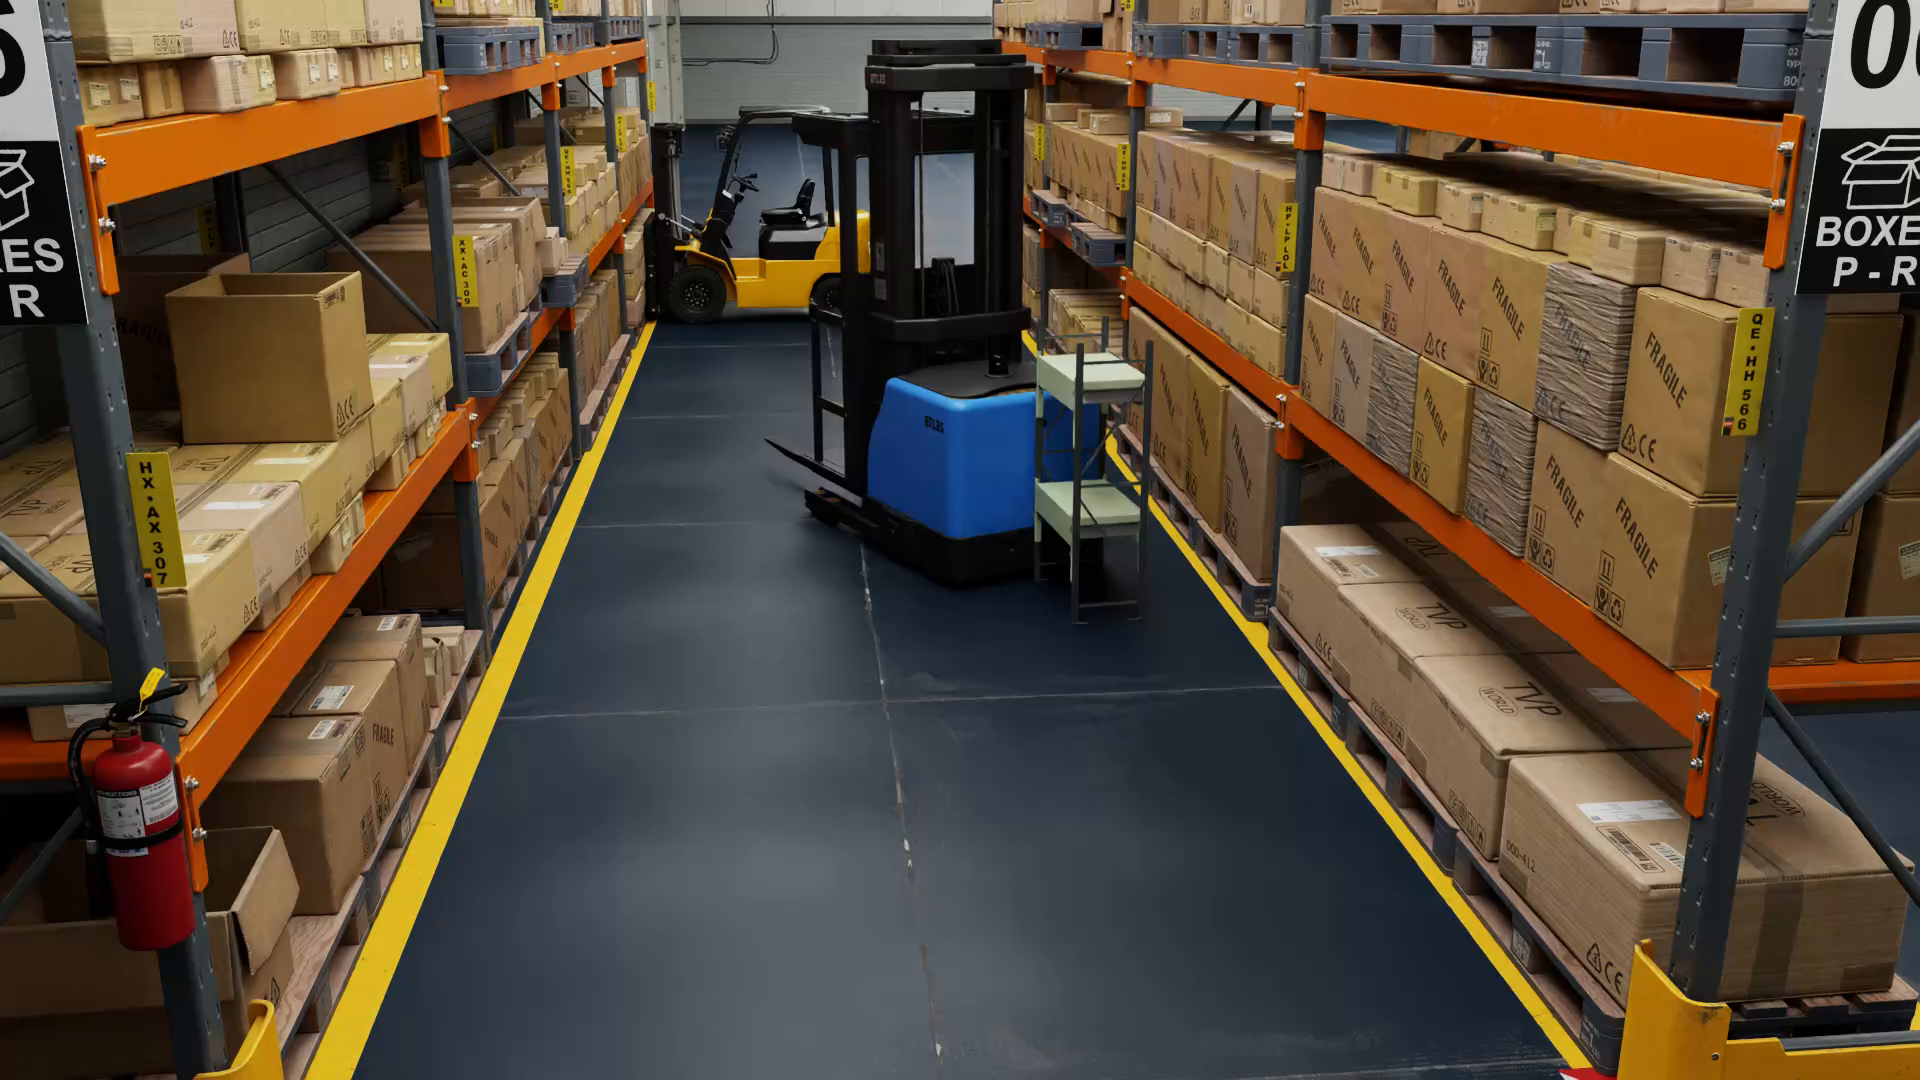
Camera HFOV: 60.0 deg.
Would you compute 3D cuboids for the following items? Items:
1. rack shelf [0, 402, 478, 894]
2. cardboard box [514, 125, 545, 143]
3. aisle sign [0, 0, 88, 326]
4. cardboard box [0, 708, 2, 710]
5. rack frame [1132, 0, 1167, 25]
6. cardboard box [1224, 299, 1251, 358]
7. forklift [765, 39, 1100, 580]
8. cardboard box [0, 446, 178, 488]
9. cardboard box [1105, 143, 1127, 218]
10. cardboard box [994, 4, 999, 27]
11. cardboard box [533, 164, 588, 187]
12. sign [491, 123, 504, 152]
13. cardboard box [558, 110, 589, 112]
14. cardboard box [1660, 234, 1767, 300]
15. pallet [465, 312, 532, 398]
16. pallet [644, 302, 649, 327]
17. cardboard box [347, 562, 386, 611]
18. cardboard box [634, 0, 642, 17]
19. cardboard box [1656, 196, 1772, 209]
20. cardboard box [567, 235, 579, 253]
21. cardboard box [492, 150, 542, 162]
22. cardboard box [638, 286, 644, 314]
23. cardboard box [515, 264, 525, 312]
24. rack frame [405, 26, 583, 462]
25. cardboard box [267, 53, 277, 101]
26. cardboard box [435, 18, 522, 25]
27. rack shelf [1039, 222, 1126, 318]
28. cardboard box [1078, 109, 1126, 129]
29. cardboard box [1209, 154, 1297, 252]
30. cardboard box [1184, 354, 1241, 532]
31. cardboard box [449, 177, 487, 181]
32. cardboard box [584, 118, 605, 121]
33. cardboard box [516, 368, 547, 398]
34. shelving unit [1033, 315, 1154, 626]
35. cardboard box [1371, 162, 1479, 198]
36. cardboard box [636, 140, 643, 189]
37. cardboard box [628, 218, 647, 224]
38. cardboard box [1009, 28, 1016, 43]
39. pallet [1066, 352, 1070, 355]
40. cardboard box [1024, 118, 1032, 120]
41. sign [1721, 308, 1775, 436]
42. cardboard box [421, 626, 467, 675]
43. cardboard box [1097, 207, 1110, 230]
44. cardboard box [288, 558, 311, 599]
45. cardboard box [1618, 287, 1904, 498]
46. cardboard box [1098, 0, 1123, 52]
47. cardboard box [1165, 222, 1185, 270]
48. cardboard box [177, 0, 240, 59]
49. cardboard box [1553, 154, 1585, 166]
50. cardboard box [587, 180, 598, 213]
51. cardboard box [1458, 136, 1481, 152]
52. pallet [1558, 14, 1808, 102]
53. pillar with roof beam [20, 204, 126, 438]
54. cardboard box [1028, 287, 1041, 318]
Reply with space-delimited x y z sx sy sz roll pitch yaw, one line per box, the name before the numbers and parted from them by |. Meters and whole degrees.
rack shelf | -2.616 0.133 5.946 1.077 0.370 4.000 -2 18 -6
cardboard box | -3.981 -3.774 15.445 0.380 0.149 0.250 -2 18 -6
aisle sign | -2.111 -0.843 3.515 0.394 0.787 0.004 -2 18 -6
cardboard box | -2.711 0.415 4.266 0.380 0.149 0.250 -2 18 -6
rack frame | 1.702 -5.014 11.125 1.000 3.000 0.127 -2 18 -6
cardboard box | 1.766 -1.166 9.135 0.500 0.250 0.500 -2 18 -6
forklift | -0.337 -1.567 10.275 1.130 2.935 3.031 -10 20 -28
cardboard box | -2.820 -0.115 5.288 0.500 0.250 0.500 -1 17 -4
cardboard box | 1.379 -2.669 12.306 0.500 0.500 0.500 -2 18 -7
cardboard box | 0.664 -5.879 18.641 0.500 0.250 0.500 -2 18 -7
cardboard box | -3.118 -2.843 12.975 0.380 0.149 0.250 -1 17 -4
sign | -4.199 -3.623 15.130 0.100 0.325 0.005 -2 18 -6
cardboard box | -4.192 -4.542 17.890 0.380 0.149 0.250 -2 18 -5
cardboard box | 2.241 -0.778 4.730 0.380 0.149 0.250 -1 17 -5
pallet | -2.796 -0.956 8.534 1.003 0.211 1.213 -2 18 -6
pallet | -3.817 -2.462 17.665 1.003 0.211 1.213 -2 18 -6
cardboard box | -3.167 0.049 8.484 0.500 0.500 0.500 -2 18 -6
cardboard box | -3.772 -5.984 18.186 0.500 0.500 0.500 -1 17 -4
cardboard box | 2.647 -1.104 5.767 0.380 0.149 0.250 -2 18 -5
cardboard box | -3.038 -2.066 12.000 0.500 0.250 0.500 -2 18 -5
cardboard box | -3.824 -3.279 14.364 0.380 0.149 0.250 -2 18 -6
cardboard box | -3.436 -2.383 16.649 0.500 0.250 0.500 -2 18 -7
cardboard box | -2.584 -1.368 9.050 0.396 0.266 0.258 -1 17 -3
rack frame | -3.235 -1.998 11.532 1.000 3.000 0.127 -2 18 -6
cardboard box | -2.318 -1.409 5.068 0.380 0.149 0.250 -2 18 -6
cardboard box | -2.836 -2.913 9.690 0.500 0.250 0.500 -2 18 -6
rack shelf | 1.496 -2.405 14.030 1.077 0.370 4.000 -2 18 -6
cardboard box | 1.201 -3.572 14.099 0.380 0.149 0.250 -1 17 -3
cardboard box | 1.725 -1.916 9.436 0.500 0.500 0.500 -1 17 -4
cardboard box | 1.870 -0.598 9.920 0.875 0.875 0.875 -1 17 -4
cardboard box | -3.608 -2.520 11.946 0.380 0.149 0.250 -1 17 -4
cardboard box | -3.515 -4.100 16.482 0.380 0.149 0.250 -2 18 -7
cardboard box | -2.890 -1.015 10.792 0.380 0.149 0.250 -2 18 -7
shelving unit | 0.697 -0.386 8.904 0.431 1.500 0.755 -4 18 -12
cardboard box | 2.000 -1.542 7.161 0.380 0.149 0.250 -2 18 -6
cardboard box | -3.651 -3.983 17.688 0.500 0.500 0.500 -2 18 -7
cardboard box | -3.582 -3.317 17.955 0.500 0.250 0.500 -2 17 -5
cardboard box | 0.725 -5.353 17.632 0.380 0.149 0.250 -2 17 -5
pallet | 1.500 -1.417 14.339 1.003 0.211 1.213 -2 18 -6
cardboard box | 0.650 -4.575 19.080 0.500 0.500 0.500 -2 18 -6
sign | 1.986 -0.421 4.183 0.100 0.325 0.005 -2 18 -6
cardboard box | -2.473 0.511 7.600 0.380 0.149 0.250 -2 18 -7
cardboard box | 1.264 -2.474 12.769 0.380 0.149 0.250 -2 18 -6
cardboard box | -2.303 0.092 5.297 0.380 0.149 0.250 -2 17 -5
cardboard box | 2.241 -0.430 4.701 0.500 0.500 0.500 -1 17 -4
cardboard box | 1.516 -4.086 13.004 0.797 0.503 0.637 -2 18 -6
cardboard box | 1.600 -1.858 10.502 0.500 0.250 0.500 -2 18 -6
cardboard box | -2.257 -1.407 4.397 0.500 0.250 0.500 -1 17 -5
cardboard box | 5.989 -3.410 15.863 0.500 0.500 0.500 -2 17 -5
cardboard box | -3.202 -2.761 13.381 0.500 0.250 0.500 -2 17 -5
cardboard box | 5.980 -4.190 18.266 0.875 0.550 0.500 -2 18 -6
pallet | 2.440 -1.378 4.699 1.003 0.211 1.213 -2 18 -6
pillar with roof beam | 0.635 -3.566 6.512 9.100 9.000 0.400 -2 18 -6
cardboard box | 0.961 -2.400 16.704 0.500 0.250 0.500 -1 17 -3
